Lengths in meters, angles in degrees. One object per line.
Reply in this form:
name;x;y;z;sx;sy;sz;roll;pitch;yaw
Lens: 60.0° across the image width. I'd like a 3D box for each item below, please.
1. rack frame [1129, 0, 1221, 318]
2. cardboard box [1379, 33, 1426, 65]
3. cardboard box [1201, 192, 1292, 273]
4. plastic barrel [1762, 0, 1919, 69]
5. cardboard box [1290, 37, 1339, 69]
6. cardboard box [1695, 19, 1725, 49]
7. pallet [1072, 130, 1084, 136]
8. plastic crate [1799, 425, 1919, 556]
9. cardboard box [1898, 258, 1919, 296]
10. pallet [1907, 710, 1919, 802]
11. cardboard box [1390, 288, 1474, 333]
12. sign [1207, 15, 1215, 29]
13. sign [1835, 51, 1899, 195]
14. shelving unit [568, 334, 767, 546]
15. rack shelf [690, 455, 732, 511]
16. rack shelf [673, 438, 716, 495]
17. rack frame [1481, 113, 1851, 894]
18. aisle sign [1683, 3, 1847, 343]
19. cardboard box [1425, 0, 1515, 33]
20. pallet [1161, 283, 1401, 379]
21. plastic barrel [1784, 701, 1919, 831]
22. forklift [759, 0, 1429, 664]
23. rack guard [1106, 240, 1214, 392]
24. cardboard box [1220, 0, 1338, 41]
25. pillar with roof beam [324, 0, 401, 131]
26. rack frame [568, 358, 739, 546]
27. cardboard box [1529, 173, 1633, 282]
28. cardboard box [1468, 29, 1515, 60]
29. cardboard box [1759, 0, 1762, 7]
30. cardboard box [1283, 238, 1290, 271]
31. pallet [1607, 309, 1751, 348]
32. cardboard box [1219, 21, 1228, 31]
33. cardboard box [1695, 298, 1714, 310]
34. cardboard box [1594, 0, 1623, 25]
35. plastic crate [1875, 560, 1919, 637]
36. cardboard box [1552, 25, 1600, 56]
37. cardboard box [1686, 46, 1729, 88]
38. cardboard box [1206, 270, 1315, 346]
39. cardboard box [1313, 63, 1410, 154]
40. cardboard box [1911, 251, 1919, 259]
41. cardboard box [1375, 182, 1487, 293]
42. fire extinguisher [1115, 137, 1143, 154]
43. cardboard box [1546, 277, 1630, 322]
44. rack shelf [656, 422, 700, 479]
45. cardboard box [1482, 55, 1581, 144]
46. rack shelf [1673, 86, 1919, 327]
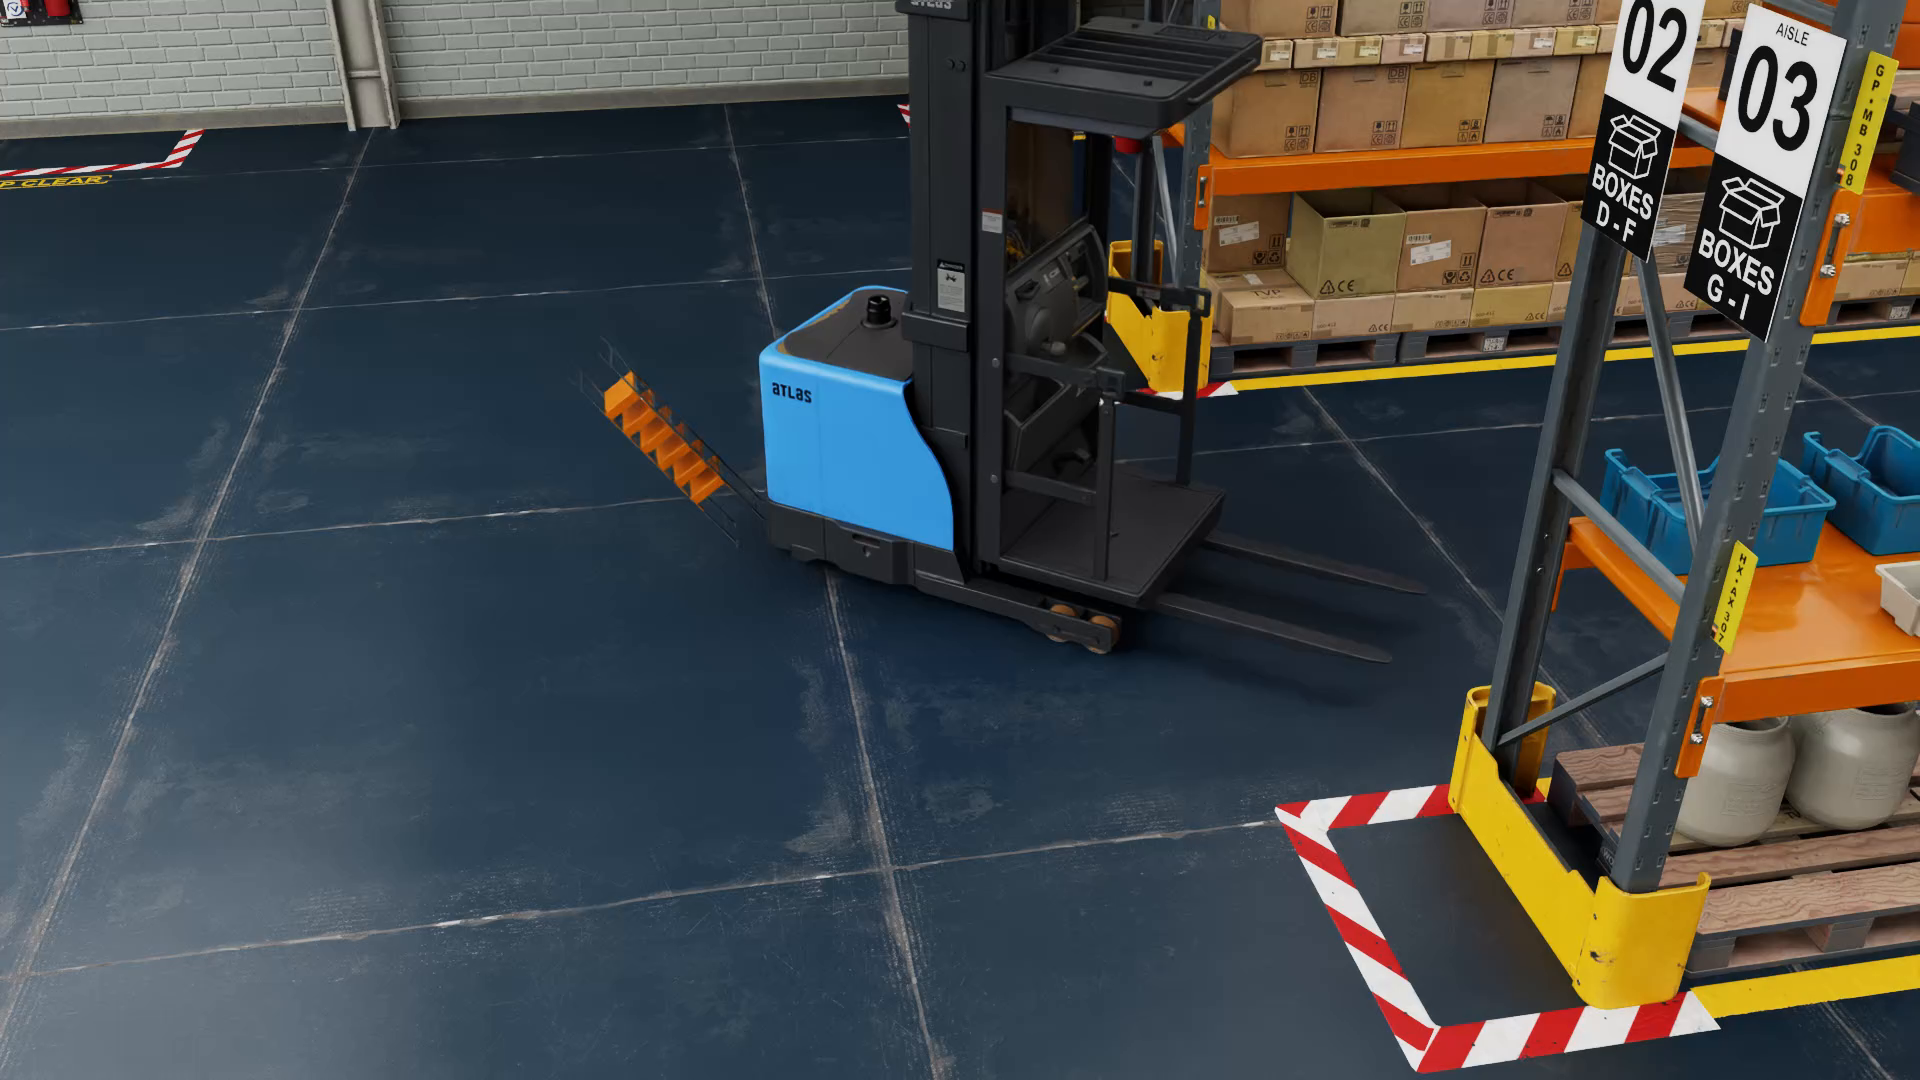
rack frame;1.220;-2.460;9.475;0.127;3.000;1.000;-5;31;-9
cardboard box;2.398;-2.781;9.281;0.250;0.149;0.380;-6;31;-10
cardboard box;1.694;-1.977;10.211;0.500;0.500;0.500;-5;31;-9
plastic barrel;2.564;-1.757;4.482;0.708;0.830;0.600;-5;31;-9
cardboard box;1.904;-2.737;9.207;0.250;0.149;0.380;-6;31;-10
cardboard box;4.167;-2.945;9.561;0.250;0.149;0.380;-5;31;-9
pallet;1.204;-3.791;14.489;1.213;0.211;1.003;-5;31;-9
plastic crate;3.187;-0.177;5.739;0.408;0.251;0.499;-5;31;-9
cardboard box;6.099;-1.780;10.617;0.500;0.250;0.500;-5;31;-8
pallet;4.172;1.000;6.341;1.213;0.211;1.003;-5;31;-9
cardboard box;2.771;-1.487;10.118;0.500;0.250;0.500;-5;31;-9
sign;1.314;-2.590;8.764;0.005;0.325;0.100;-5;31;-9
sign;2.203;-1.012;4.044;0.005;0.325;0.100;-5;31;-9
shelving unit;-1.388;-0.465;7.974;0.189;1.200;0.258;-37;31;9
rack shelf;-1.223;-0.284;8.118;0.180;0.103;0.258;-37;31;9
rack shelf;-1.292;-0.361;8.057;0.180;0.103;0.258;-37;31;9
rack frame;2.108;0.010;5.274;0.127;3.000;1.000;-5;31;-9
aisle sign;2.090;-0.958;4.356;0.004;0.787;0.394;-5;31;-9
cardboard box;2.746;-3.201;9.356;0.500;0.500;0.700;-5;31;-9
pallet;1.965;-1.349;10.336;1.213;0.211;1.003;-5;31;-9
plastic barrel;3.235;0.757;6.043;0.421;0.512;0.421;0;30;0
forklift;0.608;-1.066;7.172;3.031;2.935;1.130;15;34;24
rack guard;1.196;-1.381;10.105;0.348;0.500;1.175;-5;31;-9
cardboard box;1.734;-3.104;9.190;0.500;0.500;0.700;-5;31;-9
pillar with roof beam;-4.270;-5.317;8.414;0.400;9.000;9.100;-5;31;-9
rack frame;-1.460;-0.411;7.989;0.006;1.200;0.240;-37;31;9
cardboard box;3.753;-1.906;10.090;0.500;0.500;0.500;-5;31;-9
cardboard box;2.911;-2.830;9.365;0.250;0.149;0.380;-6;31;-10
cardboard box;4.719;-3.384;9.667;0.500;0.500;0.700;-5;31;-9
cardboard box;2.184;-1.704;10.487;0.500;0.250;0.500;-5;31;-9
pallet;4.365;-1.572;10.715;1.213;0.211;1.003;-5;31;-9
cardboard box;1.561;-2.913;9.506;0.250;0.149;0.380;-6;31;-10
cardboard box;4.738;-1.670;10.429;0.500;0.250;0.500;-5;31;-9
cardboard box;3.730;-3.292;9.511;0.500;0.500;0.700;-5;31;-9
plastic crate;3.047;0.202;5.207;0.250;0.136;0.298;-5;31;-9
cardboard box;3.416;-2.876;9.443;0.250;0.149;0.380;-4;31;-7
cardboard box;4.202;-2.773;9.909;0.500;0.500;0.700;-6;31;-9
cardboard box;1.787;-1.394;9.960;0.500;0.250;0.500;-5;31;-9
cardboard box;2.197;-2.590;9.597;0.500;0.500;0.700;-5;31;-8
cardboard box;6.099;-2.020;10.470;0.500;0.311;0.500;-6;31;-10
cardboard box;2.768;-1.816;9.938;0.500;0.500;0.500;-5;31;-9
fire extinguisher;1.020;-2.648;9.870;0.183;0.674;0.296;-5;31;-9
cardboard box;3.755;-1.576;10.270;0.500;0.250;0.500;-5;31;-9
rack shelf;-1.362;-0.437;7.996;0.180;0.103;0.258;-37;31;9
cardboard box;3.204;-2.682;9.754;0.500;0.500;0.700;-4;31;-7
rack shelf;4.076;-1.156;5.007;4.000;0.370;1.077;-5;31;-9
